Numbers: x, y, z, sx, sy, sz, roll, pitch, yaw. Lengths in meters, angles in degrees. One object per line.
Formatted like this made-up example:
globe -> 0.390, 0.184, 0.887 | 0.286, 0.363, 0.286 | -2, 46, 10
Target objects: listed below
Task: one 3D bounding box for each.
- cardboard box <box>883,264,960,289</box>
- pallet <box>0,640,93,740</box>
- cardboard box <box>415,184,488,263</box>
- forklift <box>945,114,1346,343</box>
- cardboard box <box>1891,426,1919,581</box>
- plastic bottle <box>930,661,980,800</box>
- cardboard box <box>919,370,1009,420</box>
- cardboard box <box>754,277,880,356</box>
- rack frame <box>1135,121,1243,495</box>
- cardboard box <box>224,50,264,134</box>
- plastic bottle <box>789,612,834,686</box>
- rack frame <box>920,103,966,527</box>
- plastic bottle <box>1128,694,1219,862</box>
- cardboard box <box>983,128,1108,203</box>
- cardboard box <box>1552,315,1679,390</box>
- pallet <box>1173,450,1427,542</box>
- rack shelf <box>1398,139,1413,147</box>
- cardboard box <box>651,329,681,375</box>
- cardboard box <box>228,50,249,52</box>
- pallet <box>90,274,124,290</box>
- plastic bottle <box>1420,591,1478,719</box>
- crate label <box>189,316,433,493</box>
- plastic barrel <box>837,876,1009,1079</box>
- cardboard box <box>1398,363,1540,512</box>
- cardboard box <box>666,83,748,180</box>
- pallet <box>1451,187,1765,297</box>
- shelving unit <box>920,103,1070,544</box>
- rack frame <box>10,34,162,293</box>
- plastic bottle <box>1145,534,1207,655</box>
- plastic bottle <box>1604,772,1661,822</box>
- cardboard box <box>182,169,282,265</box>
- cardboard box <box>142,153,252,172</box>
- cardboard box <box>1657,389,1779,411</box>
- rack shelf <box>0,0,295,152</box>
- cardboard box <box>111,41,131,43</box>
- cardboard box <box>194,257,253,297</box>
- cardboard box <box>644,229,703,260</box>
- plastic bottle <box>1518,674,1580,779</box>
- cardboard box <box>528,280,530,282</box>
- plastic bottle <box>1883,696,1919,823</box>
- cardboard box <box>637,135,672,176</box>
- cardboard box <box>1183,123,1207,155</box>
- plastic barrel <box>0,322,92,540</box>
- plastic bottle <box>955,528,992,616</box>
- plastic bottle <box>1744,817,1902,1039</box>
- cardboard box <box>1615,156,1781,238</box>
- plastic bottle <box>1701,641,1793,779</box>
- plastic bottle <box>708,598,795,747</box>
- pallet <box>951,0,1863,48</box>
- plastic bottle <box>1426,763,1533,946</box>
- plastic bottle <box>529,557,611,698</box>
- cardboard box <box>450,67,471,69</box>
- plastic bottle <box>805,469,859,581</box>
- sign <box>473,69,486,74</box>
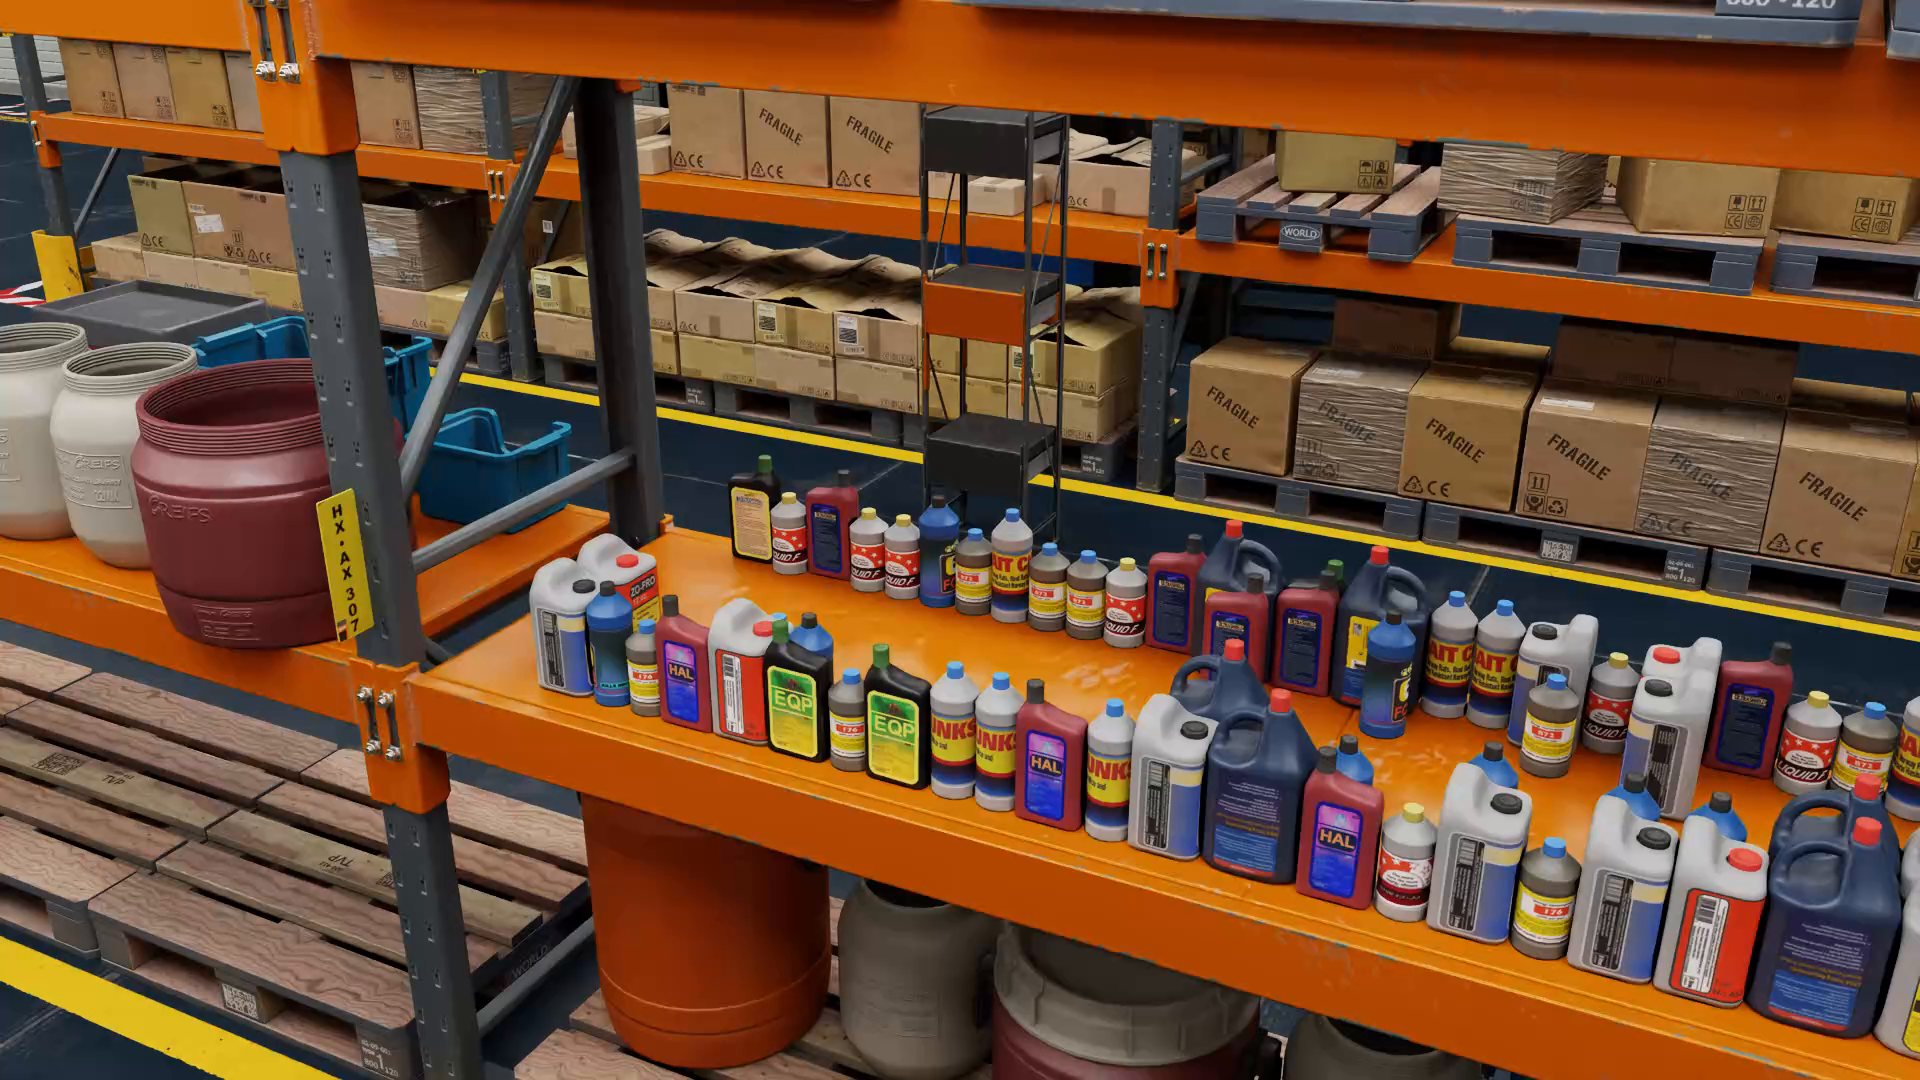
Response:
cardboard box -> -0.102, -1.353, 9.358 | 0.500, 0.311, 0.500 | 10, 25, 23
pallet -> -3.930, 0.640, 5.974 | 1.213, 0.211, 1.003 | 11, 25, 25
cardboard box -> -3.132, -2.047, 10.749 | 0.500, 0.500, 0.500 | 11, 25, 25
forklift -> 1.461, -2.852, 10.712 | 3.031, 2.935, 1.130 | 7, 24, 17
cardboard box -> 4.160, -0.124, 6.840 | 0.500, 0.500, 0.500 | 11, 25, 24
plastic bottle -> -0.009, 0.363, 3.228 | 0.097, 0.271, 0.097 | 0, 23, 0
cardboard box -> 0.119, -0.816, 8.814 | 0.500, 0.250, 0.500 | 11, 25, 24
cardboard box -> -0.781, -1.252, 9.122 | 0.500, 0.311, 0.500 | 12, 26, 26
rack frame -> 1.160, -1.791, 8.128 | 0.127, 3.000, 1.000 | 11, 25, 25
cardboard box -> -4.186, -2.890, 10.586 | 0.500, 0.500, 0.700 | 12, 26, 26
plastic bottle -> -0.307, 0.277, 3.429 | 0.097, 0.271, 0.097 | 0, 23, 0
rack frame -> -0.070, -0.980, 7.372 | 0.015, 2.100, 0.400 | 11, 25, 25
plastic bottle -> 0.399, 0.430, 3.065 | 0.135, 0.276, 0.152 | 11, 25, 25
cardboard box -> 0.449, -1.976, 8.676 | 0.500, 0.311, 0.500 | 11, 25, 24
cardboard box -> 3.067, -0.917, 7.748 | 0.500, 0.250, 0.500 | 11, 25, 24
pallet -> 1.809, -0.363, 8.333 | 1.213, 0.211, 1.003 | 11, 25, 25
rack shelf -> 5.176, -2.837, 11.509 | 4.000, 0.370, 1.077 | 11, 25, 25
cardboard box -> -1.706, -1.177, 9.661 | 0.500, 0.250, 0.500 | 12, 26, 26
cardboard box -> -4.355, -3.132, 10.325 | 0.250, 0.149, 0.380 | 11, 26, 25
pallet -> -5.278, -1.800, 11.713 | 1.213, 0.211, 1.003 | 11, 25, 25
plastic bottle -> 1.039, 0.237, 3.523 | 0.097, 0.271, 0.097 | 0, 23, 0
crate label -> -1.843, -0.348, 4.690 | 0.616, 0.435, 0.502 | 11, 25, 25
plastic barrel -> -0.090, 1.039, 4.117 | 0.421, 0.512, 0.421 | 0, 23, 0
cardboard box -> 2.352, -0.482, 7.683 | 0.500, 0.500, 0.500 | 11, 25, 24
cardboard box -> -1.262, -2.309, 9.219 | 0.500, 0.500, 0.500 | 13, 26, 28
pallet -> 2.897, -1.361, 7.362 | 1.213, 0.211, 1.003 | 11, 25, 25
shelving unit -> 0.148, -0.937, 7.270 | 0.503, 2.100, 0.431 | 11, 25, 25
rack frame -> -5.980, -3.204, 11.450 | 0.127, 3.000, 1.000 | 11, 25, 25
plastic bottle -> 0.495, 0.116, 3.793 | 0.133, 0.283, 0.061 | 11, 25, 25
plastic bottle -> 1.137, 0.523, 2.852 | 0.097, 0.271, 0.097 | 0, 23, 0
cardboard box -> -4.702, -2.133, 10.951 | 0.500, 0.500, 0.500 | 11, 25, 25
cardboard box -> -5.367, -2.486, 11.781 | 0.500, 0.500, 0.500 | 11, 25, 25
cardboard box -> 3.484, -0.488, 7.698 | 0.500, 0.500, 0.500 | 12, 26, 25
rack shelf -> -2.863, -1.464, 4.446 | 4.000, 0.370, 1.077 | 11, 25, 25
cardboard box -> -5.268, -3.313, 10.752 | 0.250, 0.149, 0.380 | 11, 26, 25
cardboard box -> -4.708, -1.784, 11.088 | 0.500, 0.250, 0.500 | 11, 25, 25
cardboard box -> -1.919, -1.712, 10.203 | 0.500, 0.311, 0.500 | 11, 25, 25
plastic bottle -> 1.177, 0.364, 3.316 | 0.097, 0.201, 0.097 | 0, 23, 0
cardboard box -> -2.687, -1.613, 10.687 | 0.500, 0.250, 0.500 | 11, 25, 25
plastic bottle -> 1.832, 0.394, 3.154 | 0.097, 0.271, 0.097 | 0, 23, 0
cardboard box -> -1.711, -2.154, 9.303 | 0.250, 0.149, 0.380 | 11, 25, 25
cardboard box -> 1.784, -3.239, 13.208 | 0.500, 0.250, 0.500 | 11, 25, 24
plastic barrel -> -2.469, -0.295, 4.467 | 0.421, 0.512, 0.421 | 0, 23, 0
plastic bottle -> 0.036, 0.071, 4.003 | 0.097, 0.201, 0.097 | 0, 23, 0
plastic bottle -> 1.358, 0.587, 2.601 | 0.185, 0.351, 0.144 | 11, 25, 25
cardboard box -> 3.125, -1.614, 7.049 | 0.500, 0.500, 0.700 | 5, 24, 11
plastic bottle -> 1.564, 0.328, 3.295 | 0.133, 0.283, 0.061 | 11, 25, 25
plastic bottle -> -0.425, 0.266, 3.449 | 0.135, 0.276, 0.152 | 11, 25, 25
pallet -> 0.734, -0.952, 2.565 | 1.213, 0.211, 1.003 | 11, 25, 25
plastic bottle -> 0.890, 0.527, 2.837 | 0.135, 0.276, 0.152 | 11, 25, 25
plastic bottle -> -0.838, 0.185, 3.641 | 0.135, 0.276, 0.152 | 11, 25, 25
cardboard box -> -2.749, -2.815, 9.580 | 0.250, 0.149, 0.380 | 11, 25, 24
plastic bottle -> -0.319, -0.045, 4.171 | 0.133, 0.283, 0.061 | 11, 25, 25
sign -> -2.659, -2.738, 9.148 | 0.005, 0.325, 0.100 | 11, 25, 25
